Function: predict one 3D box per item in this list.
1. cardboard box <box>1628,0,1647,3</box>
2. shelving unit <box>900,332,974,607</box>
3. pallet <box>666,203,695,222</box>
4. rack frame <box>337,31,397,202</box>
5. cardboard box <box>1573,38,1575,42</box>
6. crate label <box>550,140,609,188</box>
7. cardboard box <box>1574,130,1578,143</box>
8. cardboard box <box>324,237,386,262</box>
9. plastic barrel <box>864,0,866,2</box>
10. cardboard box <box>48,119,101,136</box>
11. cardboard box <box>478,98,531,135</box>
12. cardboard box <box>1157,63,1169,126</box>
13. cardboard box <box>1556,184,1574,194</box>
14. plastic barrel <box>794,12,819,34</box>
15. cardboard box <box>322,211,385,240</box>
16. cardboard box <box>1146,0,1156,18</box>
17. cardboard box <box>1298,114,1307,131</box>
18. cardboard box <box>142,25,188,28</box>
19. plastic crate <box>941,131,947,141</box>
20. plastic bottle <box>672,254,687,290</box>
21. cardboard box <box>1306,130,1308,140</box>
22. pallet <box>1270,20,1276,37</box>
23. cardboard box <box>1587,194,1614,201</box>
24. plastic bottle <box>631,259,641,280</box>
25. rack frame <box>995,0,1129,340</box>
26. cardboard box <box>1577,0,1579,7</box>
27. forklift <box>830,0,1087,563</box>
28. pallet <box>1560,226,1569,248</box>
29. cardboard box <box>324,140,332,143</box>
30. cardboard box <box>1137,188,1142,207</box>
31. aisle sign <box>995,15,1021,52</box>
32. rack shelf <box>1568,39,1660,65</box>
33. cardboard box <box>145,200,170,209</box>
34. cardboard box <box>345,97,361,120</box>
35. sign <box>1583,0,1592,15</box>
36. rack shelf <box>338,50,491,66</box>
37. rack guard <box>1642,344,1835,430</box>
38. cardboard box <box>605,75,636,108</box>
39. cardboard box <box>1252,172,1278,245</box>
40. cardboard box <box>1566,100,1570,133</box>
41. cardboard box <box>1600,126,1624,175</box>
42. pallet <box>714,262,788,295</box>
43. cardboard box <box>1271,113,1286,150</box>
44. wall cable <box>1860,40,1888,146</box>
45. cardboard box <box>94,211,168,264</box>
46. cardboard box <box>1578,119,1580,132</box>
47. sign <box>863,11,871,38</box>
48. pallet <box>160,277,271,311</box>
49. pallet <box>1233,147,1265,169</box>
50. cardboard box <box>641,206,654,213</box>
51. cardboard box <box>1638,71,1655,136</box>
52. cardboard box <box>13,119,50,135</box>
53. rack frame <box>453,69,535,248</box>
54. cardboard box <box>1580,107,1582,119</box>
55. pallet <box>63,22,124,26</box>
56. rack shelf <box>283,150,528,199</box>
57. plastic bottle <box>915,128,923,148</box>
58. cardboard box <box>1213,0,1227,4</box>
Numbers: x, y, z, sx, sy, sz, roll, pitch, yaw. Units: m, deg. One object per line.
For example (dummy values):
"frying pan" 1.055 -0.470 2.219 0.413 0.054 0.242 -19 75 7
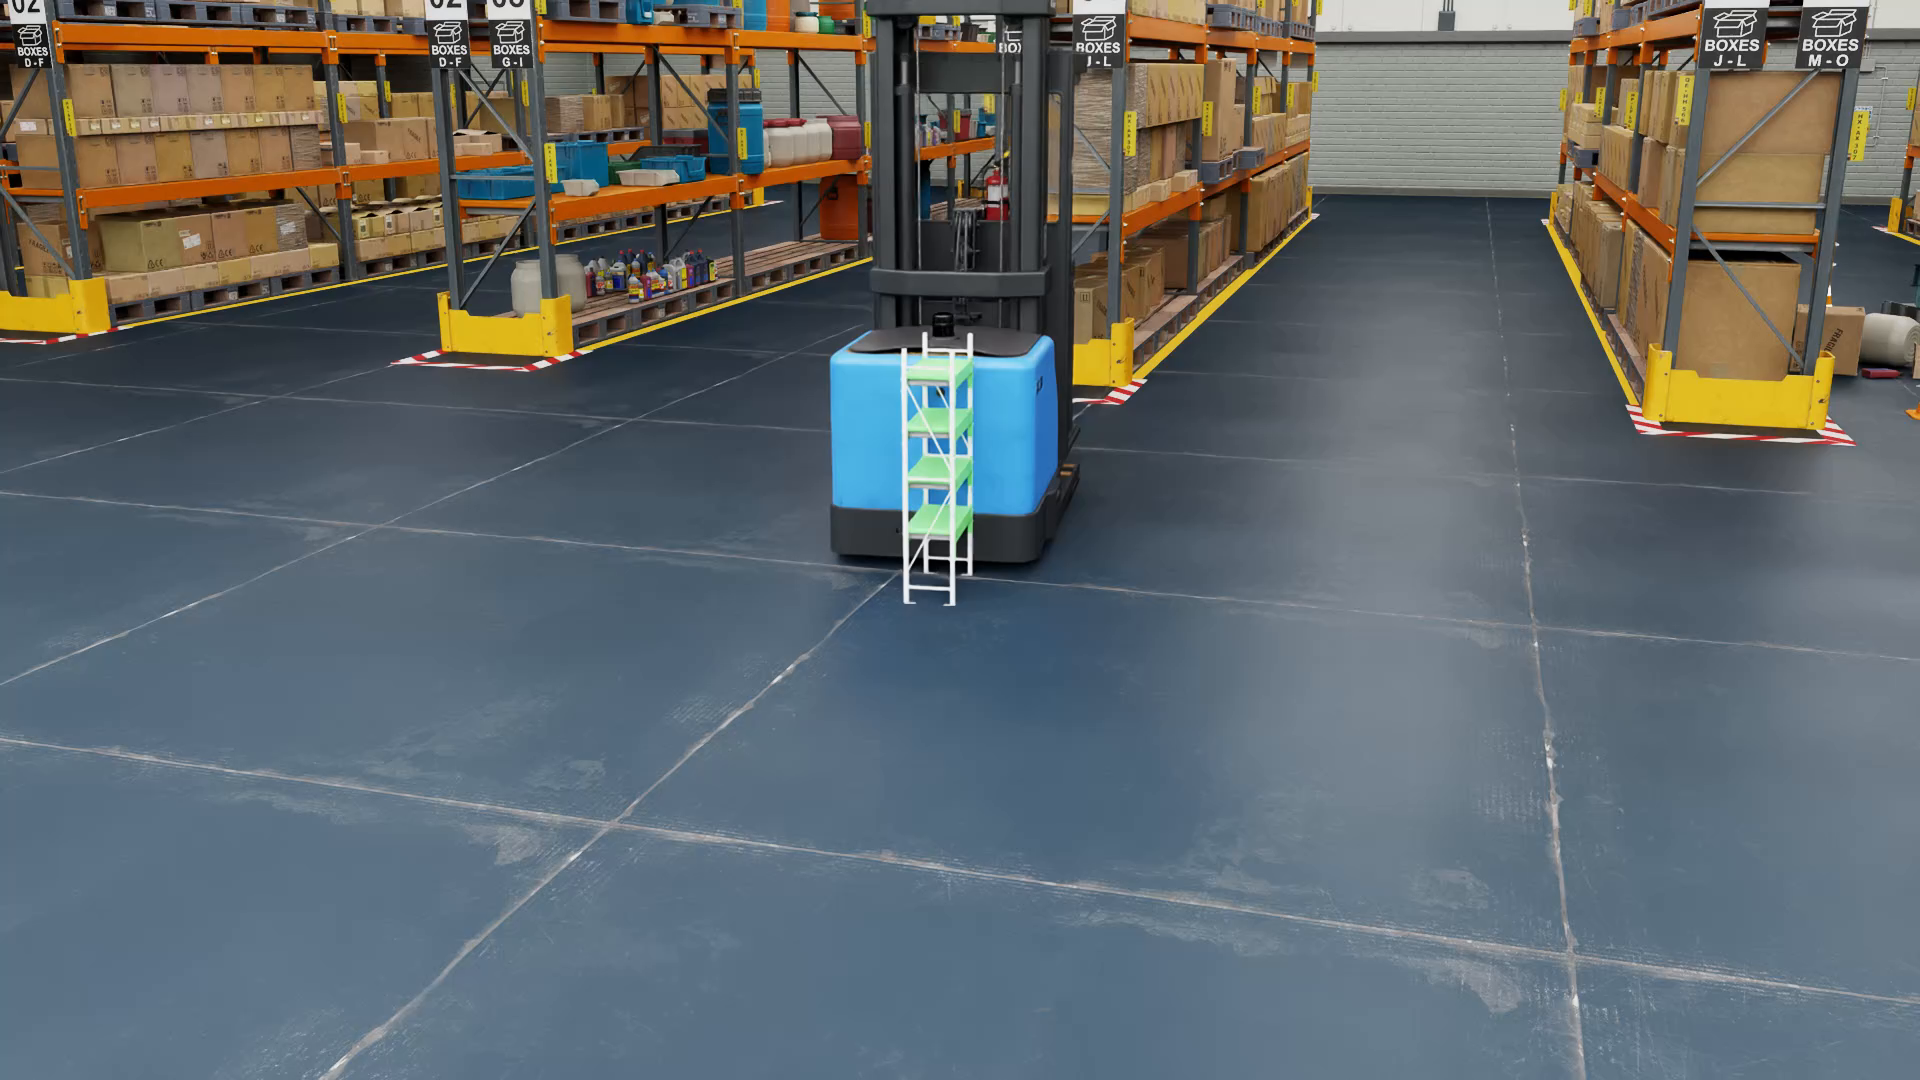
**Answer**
"cardboard box" 7.061 -5.605 16.806 0.500 0.311 0.500 4 16 15
"shelving unit" -0.101 -0.340 7.828 0.258 1.200 0.503 3 16 9
"pallet" -5.125 -5.457 27.682 1.003 0.211 1.213 5 16 16
"rack frame" -10.072 -7.002 28.019 1.000 3.000 0.127 5 16 16
"cardboard box" 9.666 -7.759 25.464 0.500 0.250 0.500 5 17 18
"crate label" -3.720 -3.614 16.009 0.502 0.435 0.616 5 16 16
"cardboard box" 7.909 -5.045 20.809 0.380 0.149 0.250 4 16 13
"cardboard box" -7.243 -3.492 19.911 0.500 0.250 0.500 4 16 15
"plastic barrel" -1.351 -7.373 22.812 0.433 0.535 0.433 0 16 0
"cardboard box" -8.414 -3.926 15.801 0.380 0.149 0.250 5 16 15
"cardboard box" -6.387 -5.996 23.520 0.700 0.500 0.500 -1 16 -3
"cardboard box" 1.472 -3.766 14.051 0.500 0.500 0.500 5 16 16
"cardboard box" 9.564 -5.491 26.057 0.380 0.149 0.250 4 16 13
"plastic barrel" -1.848 -6.213 19.994 0.301 0.262 0.301 0 16 0
"cardboard box" -7.239 -3.764 19.844 0.500 0.311 0.500 5 16 16
"cardboard box" 1.291 -4.323 13.350 0.500 0.250 0.500 4 16 15
"cardboard box" 5.284 -6.687 26.639 0.500 0.250 0.500 4 16 15
"cardboard box" -11.154 -7.156 23.192 0.500 0.311 0.500 5 16 16
"plastic crate" -0.304 -6.247 25.729 0.396 0.136 0.243 5 16 16
"plastic bottle" -2.900 -2.753 17.085 0.144 0.351 0.185 5 16 16
"cardboard box" 5.454 -6.589 27.022 0.380 0.149 0.250 5 17 16
"pallet" 3.486 -6.621 21.524 1.003 0.211 1.213 5 17 18
"cardboard box" 7.708 -3.952 19.702 0.500 0.250 0.500 4 16 15
"plastic bottle" -3.399 -2.814 17.446 0.097 0.271 0.097 0 16 0
"rack frame" 0.765 -2.710 12.888 1.000 3.000 0.127 5 16 16
"cardboard box" 9.492 -8.091 24.988 0.380 0.149 0.250 5 16 16
"forklift" 0.107 -1.656 9.295 1.130 2.935 3.031 3 16 9
"pallet" 9.059 -4.276 23.517 1.003 0.211 1.213 5 16 16
"cardboard box" -7.521 -4.706 20.169 0.396 0.266 0.258 4 16 15
"cardboard box" 1.301 -2.841 13.808 0.380 0.149 0.250 5 16 16
"aisle sign" 0.460 -3.968 12.558 0.394 0.787 0.004 5 16 16
"rack shelf" 9.471 -7.059 24.041 1.077 0.370 4.000 5 16 16
"cardboard box" -11.621 -4.647 23.489 0.700 0.500 0.500 5 16 16
"cardboard box" -10.097 -6.928 26.994 0.500 0.500 0.500 5 17 16
"sign" 8.380 -7.171 22.169 0.100 0.325 0.005 5 16 16
"rack shelf" -9.503 -8.622 29.553 1.077 0.370 4.000 5 16 16
"rack guard" 5.485 -1.090 11.758 1.175 0.500 0.348 5 16 16
"cardboard box" -5.426 -7.300 27.055 0.500 0.500 0.500 5 17 16
"cardboard box" 3.515 -4.395 21.951 1.225 0.875 0.875 5 16 16
"cardboard box" 9.519 -6.438 25.303 0.500 0.500 0.500 5 16 16
"cardboard box" 7.237 -4.211 17.994 0.500 0.500 0.500 4 16 15
"pallet" -2.661 -3.008 19.047 1.003 0.211 1.213 5 16 16
"cardboard box" 4.304 -5.754 23.437 0.500 0.500 0.500 5 16 16
"wall cable" 16.394 -8.109 30.001 0.585 1.953 0.123 5 16 16
"cardboard box" -8.594 -3.146 17.318 0.500 0.500 0.500 5 16 16
"cardboard box" 7.834 -5.119 20.525 0.380 0.149 0.250 5 17 17
"sign" -1.181 -6.539 21.082 0.100 0.325 0.005 5 16 16
"pallet" -8.206 -2.660 17.819 1.003 0.211 1.213 5 16 16
"pallet" 2.938 -4.516 19.607 1.213 0.211 1.003 5 16 16
"cardboard box" -5.187 -5.477 26.416 0.500 0.500 0.500 5 16 16
"cardboard box" 6.491 -3.844 14.629 0.875 0.550 0.550 5 16 16
"cardboard box" -8.806 -3.954 15.902 0.380 0.149 0.250 4 16 15
"rack frame" -6.458 -5.572 22.979 1.000 3.000 0.127 5 16 16
"cardboard box" 7.760 -5.190 20.232 0.380 0.149 0.250 5 16 16
"pallet" -11.776 -6.687 21.754 1.213 0.211 1.003 5 16 16
"rack shelf" -7.026 -4.703 21.232 1.077 0.370 4.000 5 16 16
"plastic bottle" -0.623 -5.819 24.074 0.152 0.276 0.135 5 16 16
"cardboard box" 2.397 -5.813 17.372 0.797 0.503 0.637 5 17 18
